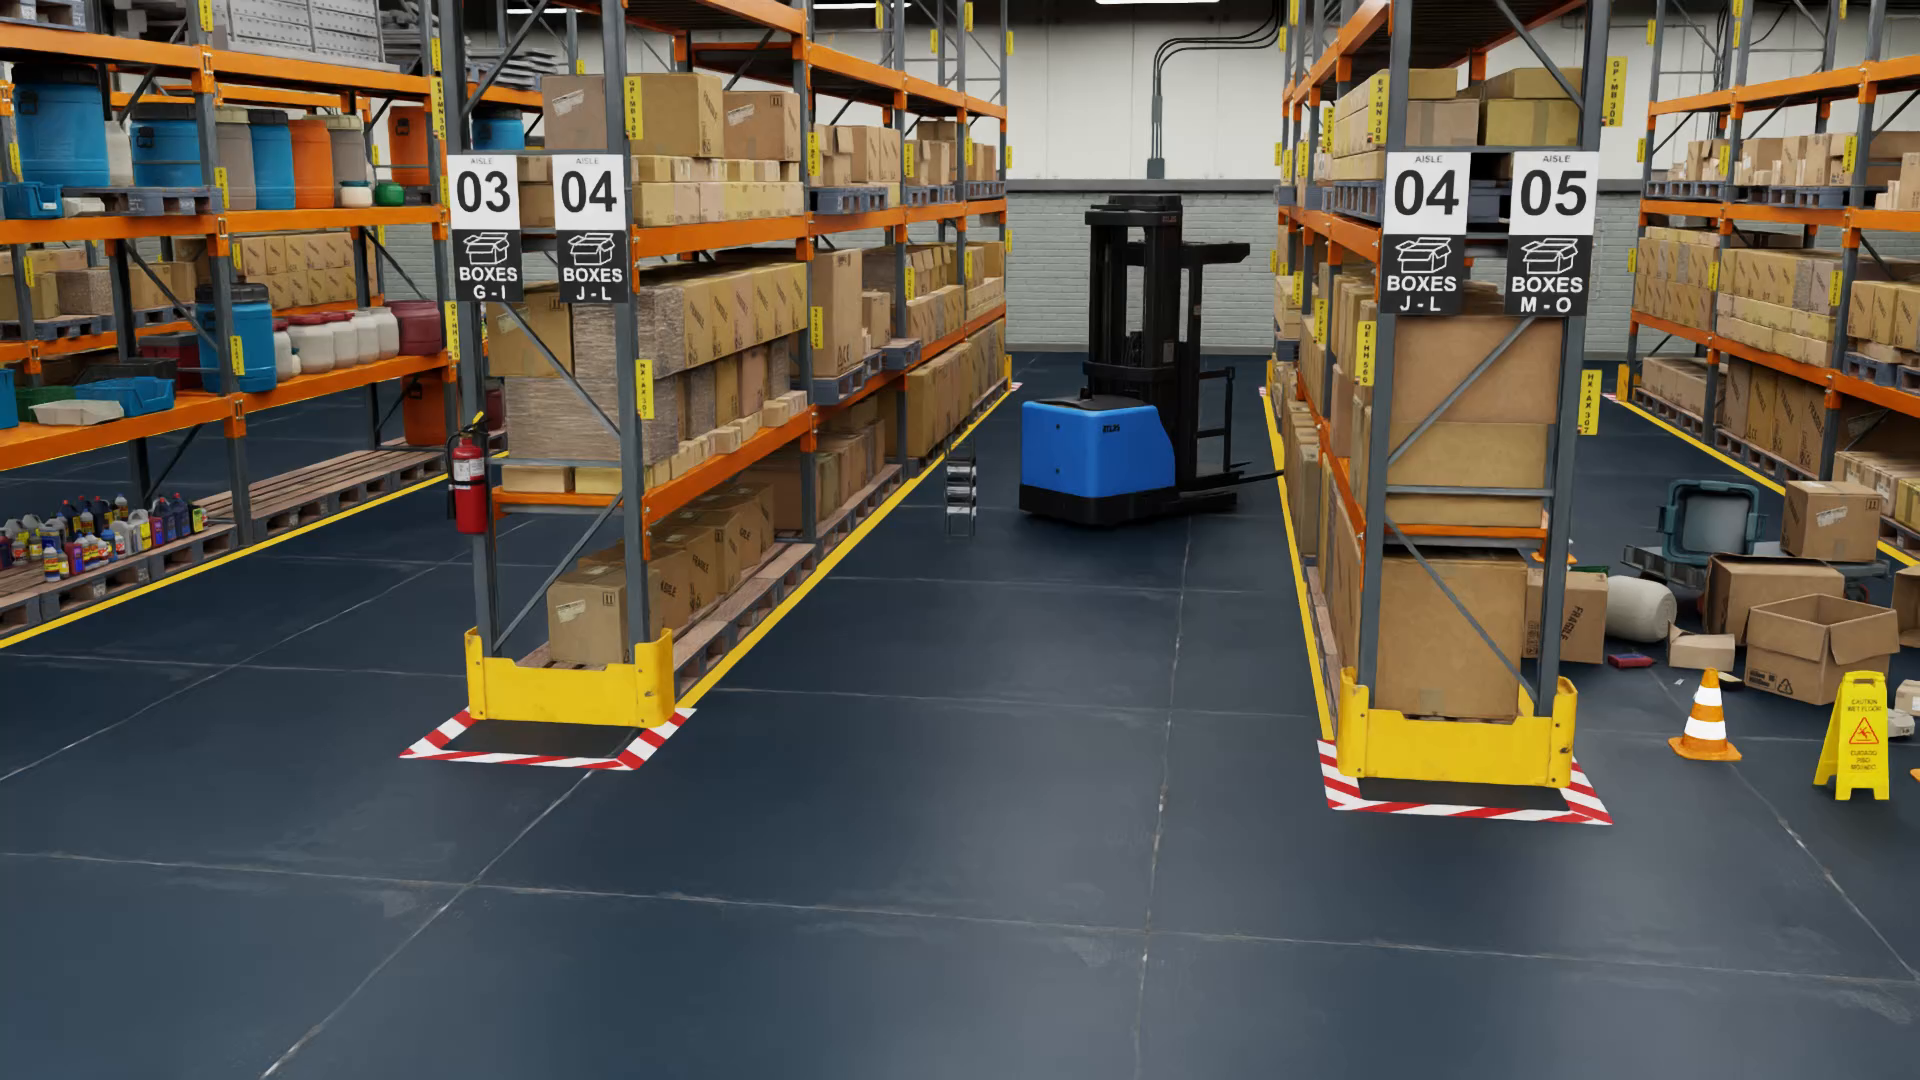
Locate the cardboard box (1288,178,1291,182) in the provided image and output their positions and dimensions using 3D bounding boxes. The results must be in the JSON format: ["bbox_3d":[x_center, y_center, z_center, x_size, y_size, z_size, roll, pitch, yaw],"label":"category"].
[{"bbox_3d":[4.269,-4.487,20.241,0.500,0.250,0.500,1,12,6],"label":"cardboard box"}]

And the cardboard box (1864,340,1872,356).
[{"bbox_3d":[8.430,-1.736,15.028,0.380,0.149,0.250,1,12,5],"label":"cardboard box"}]

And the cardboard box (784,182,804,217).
[{"bbox_3d":[-1.479,-2.551,12.446,0.500,0.250,0.500,2,12,11],"label":"cardboard box"}]

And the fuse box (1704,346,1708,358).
[{"bbox_3d":[12.868,-3.884,28.456,0.539,1.711,0.414,2,12,9],"label":"fuse box"}]

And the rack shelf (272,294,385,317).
[{"bbox_3d":[-9.917,-3.313,24.454,1.077,0.370,4.000,2,12,9],"label":"rack shelf"}]

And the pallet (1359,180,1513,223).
[{"bbox_3d":[2.707,-1.825,8.930,1.003,0.211,1.213,2,12,9],"label":"pallet"}]

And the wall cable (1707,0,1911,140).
[{"bbox_3d":[14.057,-7.459,27.657,2.988,3.039,0.133,2,12,9],"label":"wall cable"}]

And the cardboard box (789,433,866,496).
[{"bbox_3d":[-1.288,-0.713,15.570,0.700,0.500,0.500,3,13,13],"label":"cardboard box"}]

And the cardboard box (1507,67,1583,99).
[{"bbox_3d":[2.969,-2.294,8.365,0.380,0.149,0.250,2,12,9],"label":"cardboard box"}]

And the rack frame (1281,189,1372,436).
[{"bbox_3d":[4.449,-2.745,20.110,1.000,3.000,0.127,2,12,9],"label":"rack frame"}]

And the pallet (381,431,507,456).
[{"bbox_3d":[-5.865,-1.057,18.896,1.003,0.211,1.213,2,12,9],"label":"pallet"}]

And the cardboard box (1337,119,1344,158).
[{"bbox_3d":[2.791,-2.674,11.078,0.500,0.250,0.500,2,12,8],"label":"cardboard box"}]

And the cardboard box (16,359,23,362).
[{"bbox_3d":[-14.667,-2.866,25.610,0.700,0.500,0.500,1,12,7],"label":"cardboard box"}]

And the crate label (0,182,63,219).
[{"bbox_3d":[-6.561,-2.362,11.565,0.502,0.251,0.408,2,12,9],"label":"crate label"}]

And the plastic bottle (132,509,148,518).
[{"bbox_3d":[-6.555,-0.122,13.358,0.152,0.276,0.135,2,12,9],"label":"plastic bottle"}]

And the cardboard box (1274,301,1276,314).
[{"bbox_3d":[3.934,-2.760,19.781,0.380,0.149,0.250,1,12,6],"label":"cardboard box"}]

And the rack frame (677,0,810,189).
[{"bbox_3d":[-1.667,-4.194,12.594,1.000,3.000,0.127,2,12,9],"label":"rack frame"}]

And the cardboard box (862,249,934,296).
[{"bbox_3d":[-0.723,-3.060,18.955,0.797,0.503,0.637,2,12,10],"label":"cardboard box"}]

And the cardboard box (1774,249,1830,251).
[{"bbox_3d":[9.535,-3.042,18.878,0.500,0.500,0.500,2,12,10],"label":"cardboard box"}]

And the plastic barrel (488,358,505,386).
[{"bbox_3d":[-5.540,-2.007,20.668,0.600,0.901,0.708,2,12,9],"label":"plastic barrel"}]

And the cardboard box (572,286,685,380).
[{"bbox_3d":[-1.928,-1.217,9.705,0.500,0.500,0.500,2,12,9],"label":"cardboard box"}]

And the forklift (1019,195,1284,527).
[{"bbox_3d":[2.016,-1.777,15.780,3.031,2.935,1.130,-10,15,-38],"label":"forklift"}]

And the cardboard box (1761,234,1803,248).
[{"bbox_3d":[9.661,-3.518,19.545,0.380,0.149,0.250,2,12,8],"label":"cardboard box"}]

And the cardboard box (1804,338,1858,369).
[{"bbox_3d":[8.562,-1.813,16.143,0.500,0.250,0.500,1,12,7],"label":"cardboard box"}]

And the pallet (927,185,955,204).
[{"bbox_3d":[-0.528,-4.107,19.765,0.805,0.209,1.217,1,12,6],"label":"pallet"}]

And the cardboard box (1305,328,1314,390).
[{"bbox_3d":[3.266,-1.562,14.383,0.500,0.500,0.500,2,12,8],"label":"cardboard box"}]

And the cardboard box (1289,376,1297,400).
[{"bbox_3d":[3.841,-1.624,18.064,0.500,0.250,0.500,2,12,10],"label":"cardboard box"}]

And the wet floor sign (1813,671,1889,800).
[{"bbox_3d":[4.556,0.974,8.441,0.267,0.644,0.232,0,12,-1],"label":"wet floor sign"}]

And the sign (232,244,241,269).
[{"bbox_3d":[-9.675,-3.797,22.244,0.100,0.325,0.005,2,12,9],"label":"sign"}]

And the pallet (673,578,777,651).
[{"bbox_3d":[-1.920,0.498,11.684,1.003,0.211,1.213,2,12,9],"label":"pallet"}]

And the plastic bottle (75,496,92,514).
[{"bbox_3d":[-7.095,-0.187,13.486,0.144,0.351,0.185,2,12,10],"label":"plastic bottle"}]

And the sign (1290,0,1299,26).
[{"bbox_3d":[3.916,-6.194,19.471,0.100,0.325,0.005,2,12,9],"label":"sign"}]

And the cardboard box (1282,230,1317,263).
[{"bbox_3d":[4.328,-3.642,20.958,0.500,0.500,0.500,1,12,7],"label":"cardboard box"}]

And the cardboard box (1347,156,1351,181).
[{"bbox_3d":[2.593,-2.296,10.269,0.380,0.149,0.250,2,12,9],"label":"cardboard box"}]

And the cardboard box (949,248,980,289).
[{"bbox_3d":[-0.027,-3.559,21.758,0.500,0.500,0.500,2,12,9],"label":"cardboard box"}]

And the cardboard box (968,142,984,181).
[{"bbox_3d":[-0.067,-5.077,22.339,0.700,0.500,0.500,2,12,11],"label":"cardboard box"}]

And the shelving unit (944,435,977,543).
[{"bbox_3d":[0.001,-0.442,14.406,0.258,0.900,0.210,2,12,9],"label":"shelving unit"}]

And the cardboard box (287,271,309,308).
[{"bbox_3d":[-9.722,-3.605,23.865,0.500,0.500,0.500,2,12,8],"label":"cardboard box"}]

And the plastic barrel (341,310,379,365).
[{"bbox_3d":[-5.957,-2.000,16.390,0.421,0.512,0.421,0,12,0],"label":"plastic barrel"}]

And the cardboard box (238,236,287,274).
[{"bbox_3d":[-9.795,-3.982,23.242,0.500,0.500,0.500,1,12,7],"label":"cardboard box"}]

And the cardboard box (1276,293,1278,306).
[{"bbox_3d":[3.818,-2.744,18.998,0.380,0.149,0.250,1,12,6],"label":"cardboard box"}]

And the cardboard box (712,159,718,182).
[{"bbox_3d":[-1.785,-2.389,10.750,0.380,0.149,0.250,2,12,8],"label":"cardboard box"}]

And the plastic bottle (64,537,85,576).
[{"bbox_3d":[-6.536,0.110,12.267,0.061,0.283,0.133,2,12,10],"label":"plastic bottle"}]

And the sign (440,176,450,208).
[{"bbox_3d":[-5.401,-3.653,17.453,0.100,0.325,0.005,2,12,9],"label":"sign"}]

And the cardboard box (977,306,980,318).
[{"bbox_3d":[0.057,-3.019,21.978,0.380,0.149,0.250,2,12,7],"label":"cardboard box"}]

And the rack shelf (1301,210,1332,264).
[{"bbox_3d":[3.526,-2.611,14.074,1.077,0.370,4.000,2,12,9],"label":"rack shelf"}]

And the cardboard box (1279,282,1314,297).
[{"bbox_3d":[3.736,-2.782,18.469,0.380,0.149,0.250,2,12,11],"label":"cardboard box"}]

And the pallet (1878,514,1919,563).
[{"bbox_3d":[8.429,0.006,13.964,1.003,0.211,1.213,2,12,9],"label":"pallet"}]

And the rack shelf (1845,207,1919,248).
[{"bbox_3d":[8.433,-2.471,13.428,1.077,0.370,4.000,2,12,9],"label":"rack shelf"}]

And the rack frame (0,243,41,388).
[{"bbox_3d":[-10.839,-2.416,18.583,1.000,3.000,0.127,2,12,9],"label":"rack frame"}]

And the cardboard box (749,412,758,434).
[{"bbox_3d":[-1.650,-0.826,11.801,0.380,0.149,0.250,2,12,9],"label":"cardboard box"}]

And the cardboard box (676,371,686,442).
[{"bbox_3d":[-2.212,-0.844,10.349,0.875,0.500,0.500,2,12,9],"label":"cardboard box"}]

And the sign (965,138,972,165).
[{"bbox_3d":[0.101,-4.784,20.478,0.100,0.325,0.005,2,12,9],"label":"sign"}]

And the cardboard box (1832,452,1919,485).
[{"bbox_3d":[8.644,-0.576,15.288,0.950,0.372,0.625,1,12,5],"label":"cardboard box"}]

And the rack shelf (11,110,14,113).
[{"bbox_3d":[-14.812,-6.210,24.605,1.077,0.370,4.000,2,12,9],"label":"rack shelf"}]

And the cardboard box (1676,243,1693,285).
[{"bbox_3d":[9.311,-3.462,20.827,0.500,0.500,0.500,2,12,9],"label":"cardboard box"}]

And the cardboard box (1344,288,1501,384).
[{"bbox_3d":[2.866,-1.268,10.339,0.875,0.550,0.500,2,12,9],"label":"cardboard box"}]

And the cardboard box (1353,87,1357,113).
[{"bbox_3d":[2.555,-2.633,9.940,0.380,0.149,0.250,2,12,9],"label":"cardboard box"}]

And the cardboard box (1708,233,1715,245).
[{"bbox_3d":[9.285,-3.638,20.102,0.380,0.149,0.250,2,12,9],"label":"cardboard box"}]
